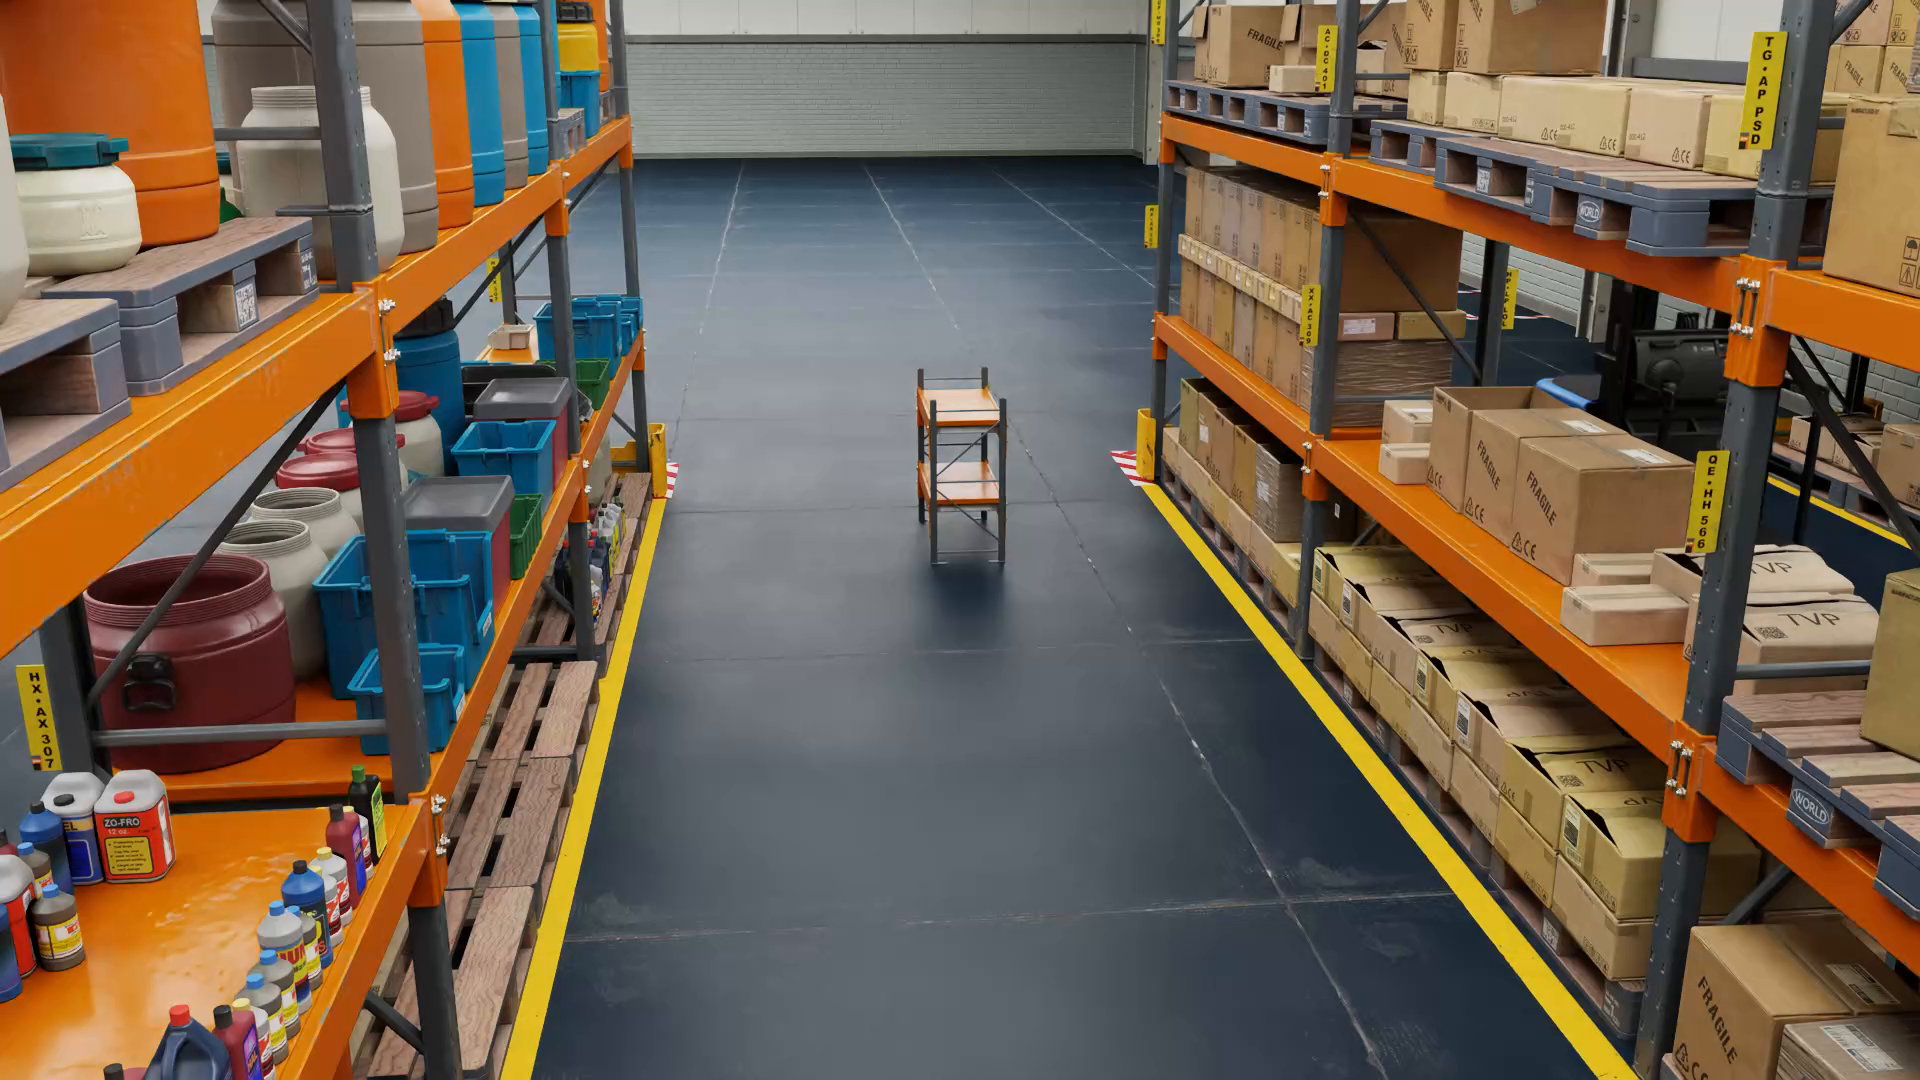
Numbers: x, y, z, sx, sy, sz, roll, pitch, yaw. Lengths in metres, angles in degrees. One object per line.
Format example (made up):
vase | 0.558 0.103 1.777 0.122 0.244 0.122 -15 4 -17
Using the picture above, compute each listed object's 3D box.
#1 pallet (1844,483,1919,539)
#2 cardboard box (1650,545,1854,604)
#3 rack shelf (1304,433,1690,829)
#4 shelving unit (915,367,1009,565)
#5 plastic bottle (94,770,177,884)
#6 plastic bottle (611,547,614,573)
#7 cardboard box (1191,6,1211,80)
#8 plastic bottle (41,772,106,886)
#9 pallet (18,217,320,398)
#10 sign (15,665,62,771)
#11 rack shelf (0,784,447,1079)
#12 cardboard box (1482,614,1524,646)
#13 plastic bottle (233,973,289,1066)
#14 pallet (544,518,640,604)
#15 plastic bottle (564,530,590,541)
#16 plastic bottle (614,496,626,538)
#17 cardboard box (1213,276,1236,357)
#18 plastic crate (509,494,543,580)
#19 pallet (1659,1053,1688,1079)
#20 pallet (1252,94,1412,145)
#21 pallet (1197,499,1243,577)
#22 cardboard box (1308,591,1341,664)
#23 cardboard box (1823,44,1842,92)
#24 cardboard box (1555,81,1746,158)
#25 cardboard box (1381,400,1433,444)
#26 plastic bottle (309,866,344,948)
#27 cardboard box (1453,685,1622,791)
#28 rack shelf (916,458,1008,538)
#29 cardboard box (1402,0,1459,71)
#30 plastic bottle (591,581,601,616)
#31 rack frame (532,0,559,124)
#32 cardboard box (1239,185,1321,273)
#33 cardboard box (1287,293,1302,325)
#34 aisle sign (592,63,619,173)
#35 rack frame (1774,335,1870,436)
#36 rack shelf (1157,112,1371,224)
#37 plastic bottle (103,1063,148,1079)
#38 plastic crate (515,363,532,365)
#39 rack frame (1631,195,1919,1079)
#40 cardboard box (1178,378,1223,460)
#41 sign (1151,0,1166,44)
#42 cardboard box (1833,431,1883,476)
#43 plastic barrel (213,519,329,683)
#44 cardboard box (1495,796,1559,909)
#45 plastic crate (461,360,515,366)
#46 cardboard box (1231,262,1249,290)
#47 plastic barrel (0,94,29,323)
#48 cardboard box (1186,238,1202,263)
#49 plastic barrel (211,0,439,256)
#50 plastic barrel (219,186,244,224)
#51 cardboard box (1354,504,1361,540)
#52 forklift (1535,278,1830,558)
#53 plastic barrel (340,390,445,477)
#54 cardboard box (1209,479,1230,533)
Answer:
pallet | 7.126 -0.160 11.836 1.003 0.211 1.213 -2 18 -6
cardboard box | 2.945 0.188 6.218 0.500 0.311 0.500 -2 18 -6
rack shelf | 2.639 0.166 7.342 1.077 0.370 4.000 -2 18 -6
shelving unit | 0.001 -0.535 11.502 0.538 1.125 1.048 -2 18 -6
plastic bottle | -2.208 0.764 4.444 0.152 0.276 0.135 -2 18 -6
plastic bottle | -2.191 0.109 10.259 0.097 0.201 0.097 0 17 0
cardboard box | 2.075 -3.541 11.834 0.797 0.503 0.637 -1 17 -2
plastic bottle | -2.359 0.768 4.429 0.152 0.276 0.135 -2 18 -6
pallet | -2.101 -0.540 3.696 1.003 0.211 1.213 -2 18 -6
sign | -2.629 0.511 4.768 0.100 0.325 0.005 -2 18 -6
rack shelf | -1.876 1.509 3.063 1.077 0.370 4.000 -2 18 -6
cardboard box | 2.868 0.486 8.075 0.500 0.311 0.500 -2 18 -6
plastic bottle | -1.539 1.050 3.656 0.097 0.201 0.097 0 17 0
pallet | -2.652 0.143 10.868 1.003 0.211 1.213 -2 18 -6
plastic bottle | -2.374 0.044 10.342 0.152 0.276 0.135 -2 18 -6
plastic bottle | -2.252 -0.159 10.977 0.061 0.283 0.133 -1 17 -4
cardboard box | 2.160 -1.569 11.500 0.700 0.500 0.500 -2 18 -5
plastic crate | -2.035 -0.010 7.056 0.450 0.188 0.662 -2 18 -6
pallet | 2.884 1.972 5.042 1.003 0.211 1.213 -2 18 -6
pallet | 2.319 -2.416 9.504 1.003 0.211 1.213 -2 18 -6
pallet | 2.263 -0.046 11.470 1.003 0.211 1.213 -2 18 -6
cardboard box | 2.227 0.466 9.075 0.500 0.250 0.500 -2 18 -7
cardboard box | 6.732 -3.500 12.610 0.500 0.500 0.500 -1 17 -4
cardboard box | 2.622 -1.601 6.312 0.500 0.250 0.500 -2 18 -7
cardboard box | 2.527 -0.557 8.692 0.500 0.250 0.500 -1 17 -2
plastic bottle | -1.589 0.905 4.118 0.097 0.201 0.097 0 17 0
cardboard box | 2.437 0.809 7.046 0.500 0.311 0.500 -2 18 -6
rack shelf | 0.001 -0.301 11.575 0.538 0.278 1.000 -2 18 -6
cardboard box | 2.457 -2.506 7.941 0.500 0.500 0.500 -2 17 -5
plastic bottle | -2.113 0.335 9.541 0.097 0.201 0.097 0 17 0
rack frame | -2.495 -3.484 7.750 1.000 3.000 0.127 -2 18 -6
cardboard box | 2.225 -2.021 10.773 0.700 0.500 0.500 -2 18 -6
cardboard box | 2.138 -1.357 9.741 0.380 0.149 0.250 -2 18 -7
aisle sign | -2.620 -3.084 12.153 0.394 0.787 0.004 -2 18 -6
rack frame | 6.947 -2.119 13.420 1.000 3.000 0.127 -2 18 -6
rack shelf | 2.226 -2.457 10.689 1.077 0.370 4.000 -2 18 -6
plastic bottle | -1.623 1.133 3.254 0.061 0.283 0.133 -2 18 -6
plastic crate | -2.914 -0.972 10.204 0.530 0.136 0.437 -2 18 -6
rack frame | 2.845 0.418 5.337 1.000 3.000 0.127 -2 18 -6
cardboard box | 1.907 -0.896 12.160 0.500 0.500 0.500 -2 18 -6
sign | 1.467 -3.836 12.288 0.100 0.325 0.005 -2 18 -6
cardboard box | 6.987 -0.668 12.550 0.500 0.311 0.500 0 17 -1
plastic barrel | -2.401 0.217 5.791 0.421 0.512 0.421 0 17 0
cardboard box | 2.491 1.227 6.650 0.500 0.250 0.500 -2 18 -6
plastic crate | -2.879 -0.872 9.695 0.499 0.251 0.616 -2 18 -6
cardboard box | 2.004 -1.741 10.964 0.380 0.149 0.250 -2 18 -5
plastic barrel | -1.750 -0.603 2.653 0.433 0.535 0.433 0 17 0
cardboard box | 1.876 -2.120 12.173 0.380 0.149 0.250 -2 18 -7
plastic barrel | -1.951 -1.351 5.129 0.600 0.901 0.600 0 17 0
plastic barrel | -2.159 -0.859 4.656 0.294 0.245 0.294 0 17 0
cardboard box | 2.636 -0.316 10.314 0.500 0.500 0.500 -2 18 -6
forklift | 4.725 -1.099 10.283 1.130 2.935 3.031 -2 18 -7
plastic barrel | -2.614 -0.394 7.699 0.433 0.535 0.433 0 17 0
cardboard box | 2.007 -0.240 11.323 0.500 0.250 0.500 -2 18 -6
